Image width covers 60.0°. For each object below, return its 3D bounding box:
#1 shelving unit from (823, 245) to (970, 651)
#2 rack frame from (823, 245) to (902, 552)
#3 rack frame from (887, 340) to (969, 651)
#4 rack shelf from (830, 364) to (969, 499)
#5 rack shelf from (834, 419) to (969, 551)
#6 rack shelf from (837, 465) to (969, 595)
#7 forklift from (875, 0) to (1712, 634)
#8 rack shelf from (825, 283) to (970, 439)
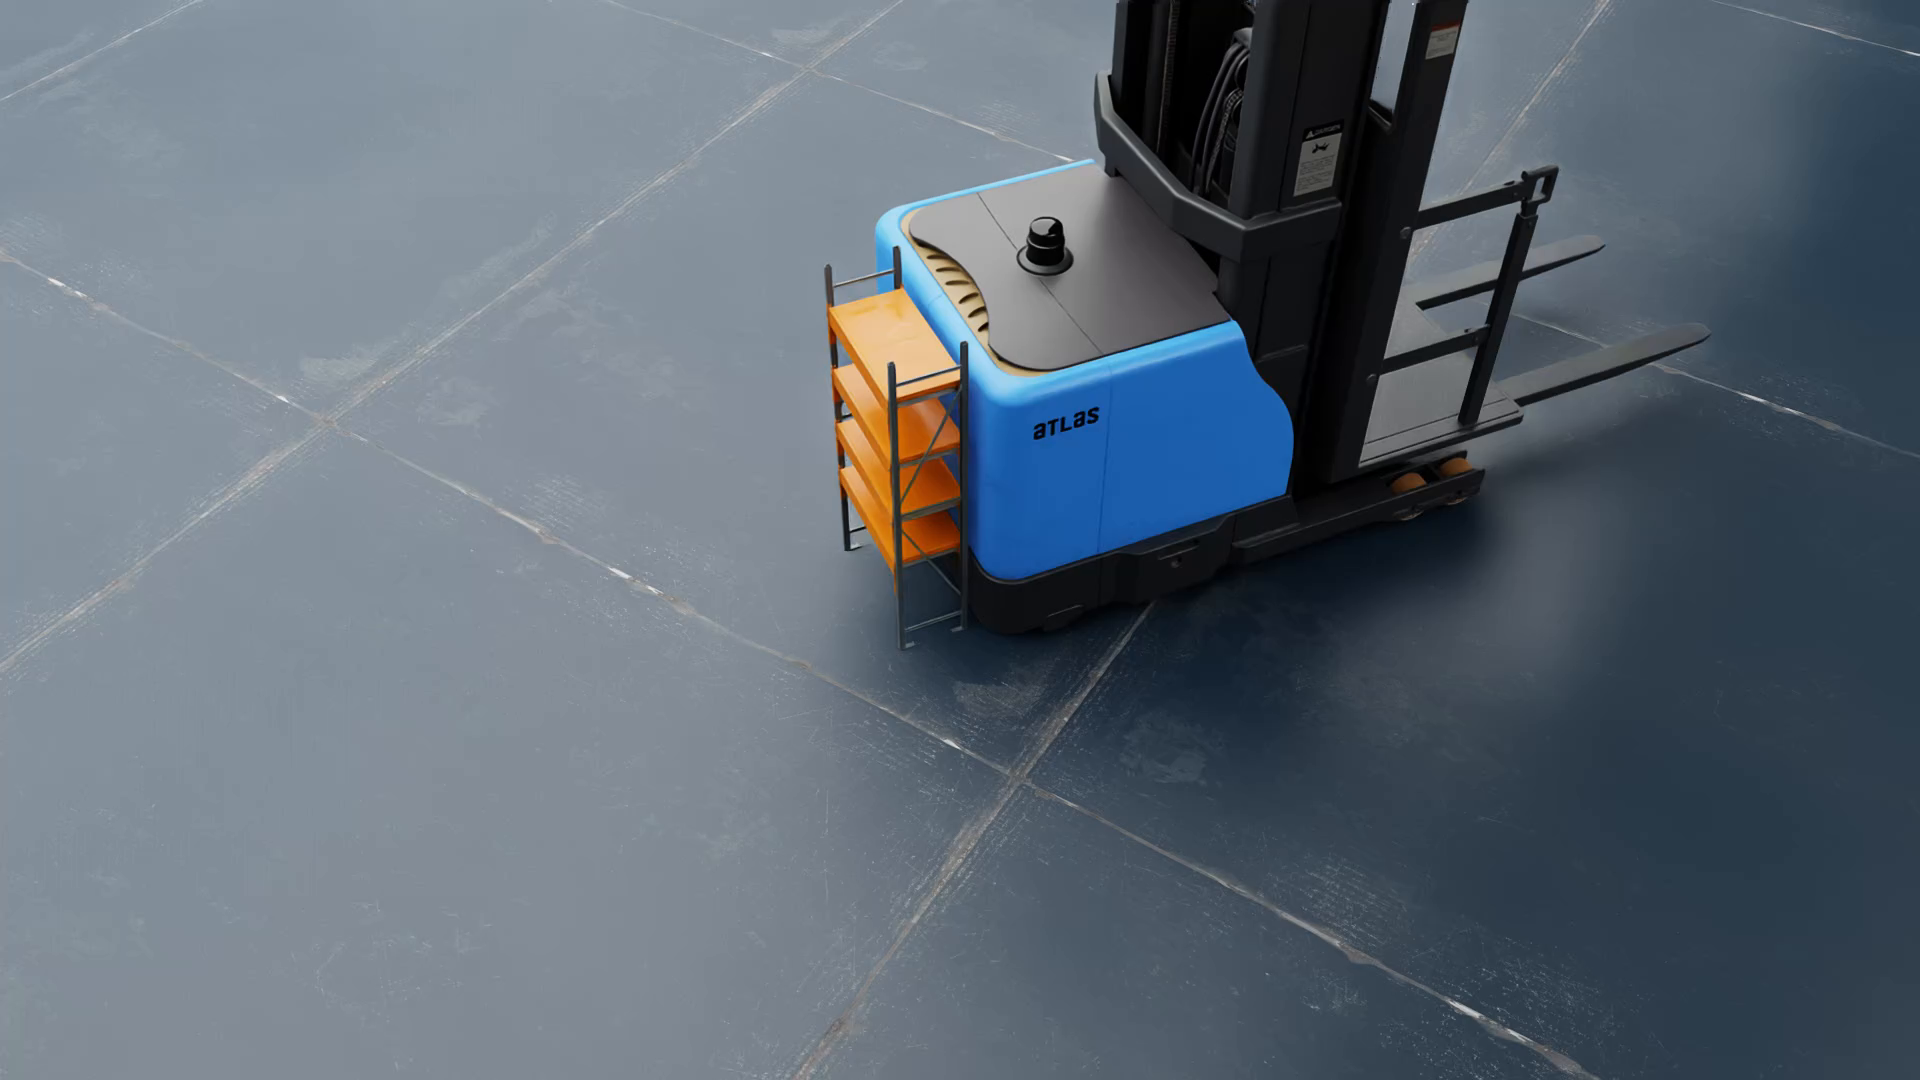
[{"bbox_3d":[-0.187,-0.257,5.163,0.258,1.200,0.503,-18,48,-17],"label":"shelving unit"},{"bbox_3d":[-0.287,-0.417,5.318,0.240,1.200,0.015,-18,48,-17],"label":"rack frame"},{"bbox_3d":[-0.088,-0.097,5.008,0.240,1.200,0.015,-18,48,-17],"label":"rack frame"},{"bbox_3d":[-0.187,-0.366,5.051,0.258,0.148,0.480,-18,48,-17],"label":"rack shelf"},{"bbox_3d":[-0.187,-0.210,5.211,0.258,0.148,0.480,-18,48,-17],"label":"rack shelf"},{"bbox_3d":[-0.187,-0.072,5.354,0.258,0.148,0.480,-18,48,-17],"label":"rack shelf"},{"bbox_3d":[1.281,-1.422,5.088,3.031,2.935,1.130,-17,48,-16],"label":"forklift"},{"bbox_3d":[-0.187,-0.531,4.881,0.258,0.148,0.480,-18,48,-17],"label":"rack shelf"}]
